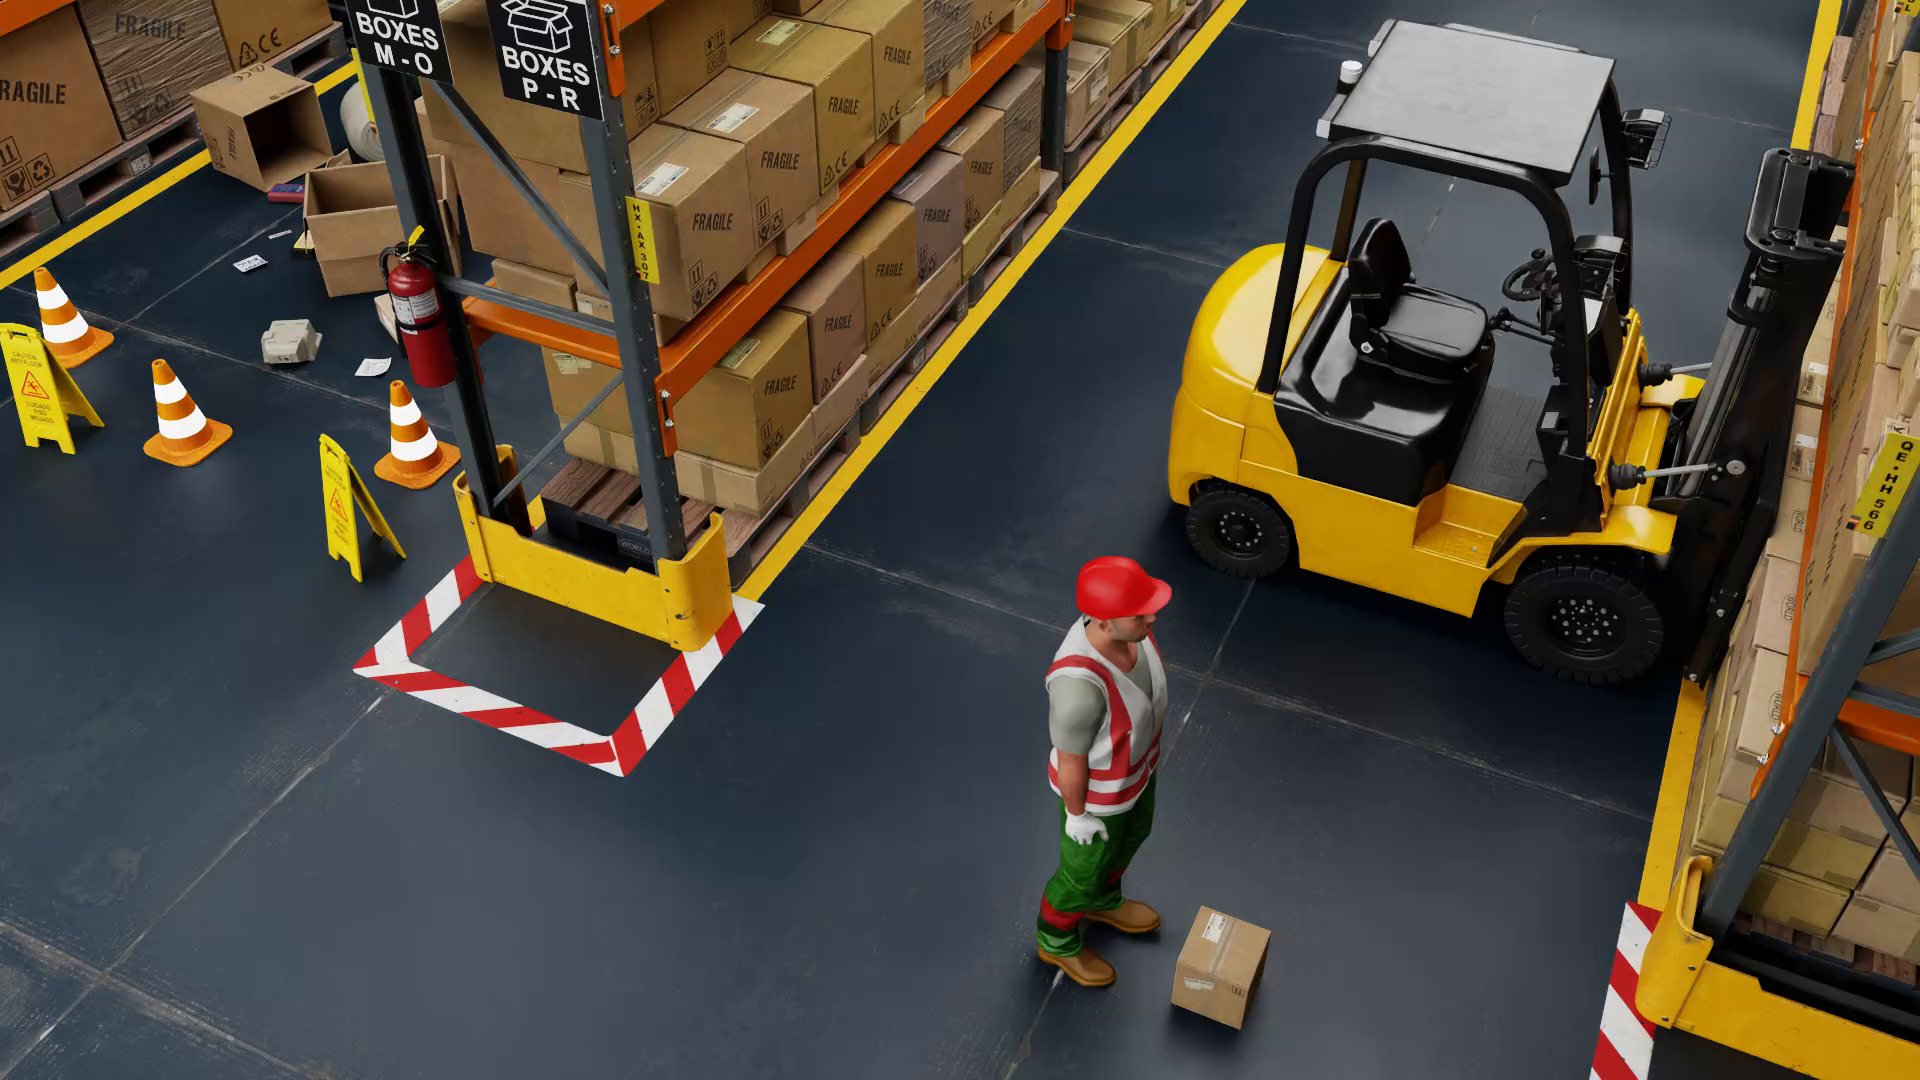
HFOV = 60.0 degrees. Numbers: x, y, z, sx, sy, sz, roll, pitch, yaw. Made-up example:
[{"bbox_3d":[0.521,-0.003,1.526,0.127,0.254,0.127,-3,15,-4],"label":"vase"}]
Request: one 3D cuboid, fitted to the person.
[{"bbox_3d":[0.484,0.746,5.305,0.380,1.790,0.524,18,45,19],"label":"person"}]
